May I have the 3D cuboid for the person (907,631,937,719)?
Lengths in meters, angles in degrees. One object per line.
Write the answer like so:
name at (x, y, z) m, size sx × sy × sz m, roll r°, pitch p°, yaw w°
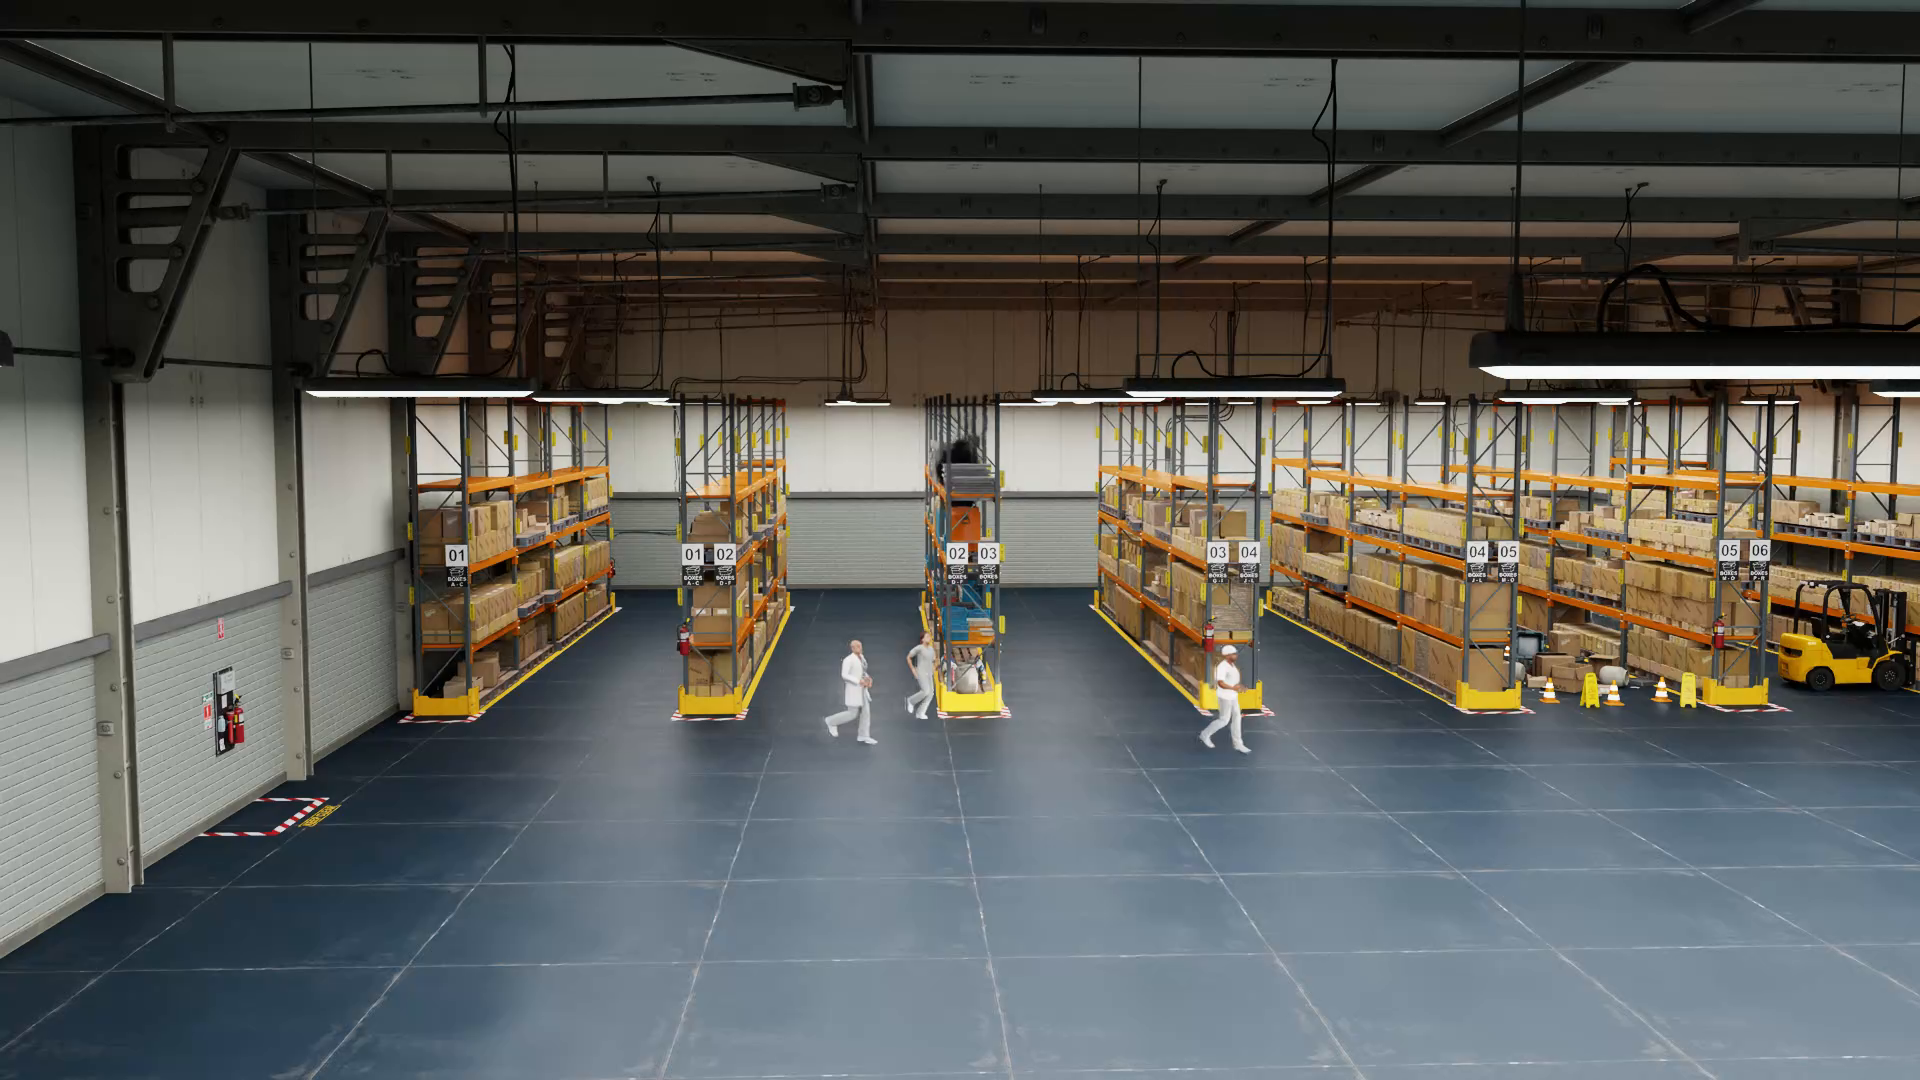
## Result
person at (-0.653, 2.518, 30.784) m, size 0.534 × 1.563 × 0.612 m, roll 4°, pitch 6°, yaw 42°

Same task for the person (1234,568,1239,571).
person at (7.776, 1.274, 45.189) m, size 0.727 × 1.828 × 0.967 m, roll 0°, pitch 5°, yaw 3°

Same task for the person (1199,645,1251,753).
person at (4.445, 2.643, 27.779) m, size 0.865 × 1.783 × 0.726 m, roll 2°, pitch 5°, yaw 27°

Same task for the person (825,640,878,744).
person at (-1.835, 2.598, 28.548) m, size 0.935 × 1.778 × 0.718 m, roll 2°, pitch 5°, yaw 27°
